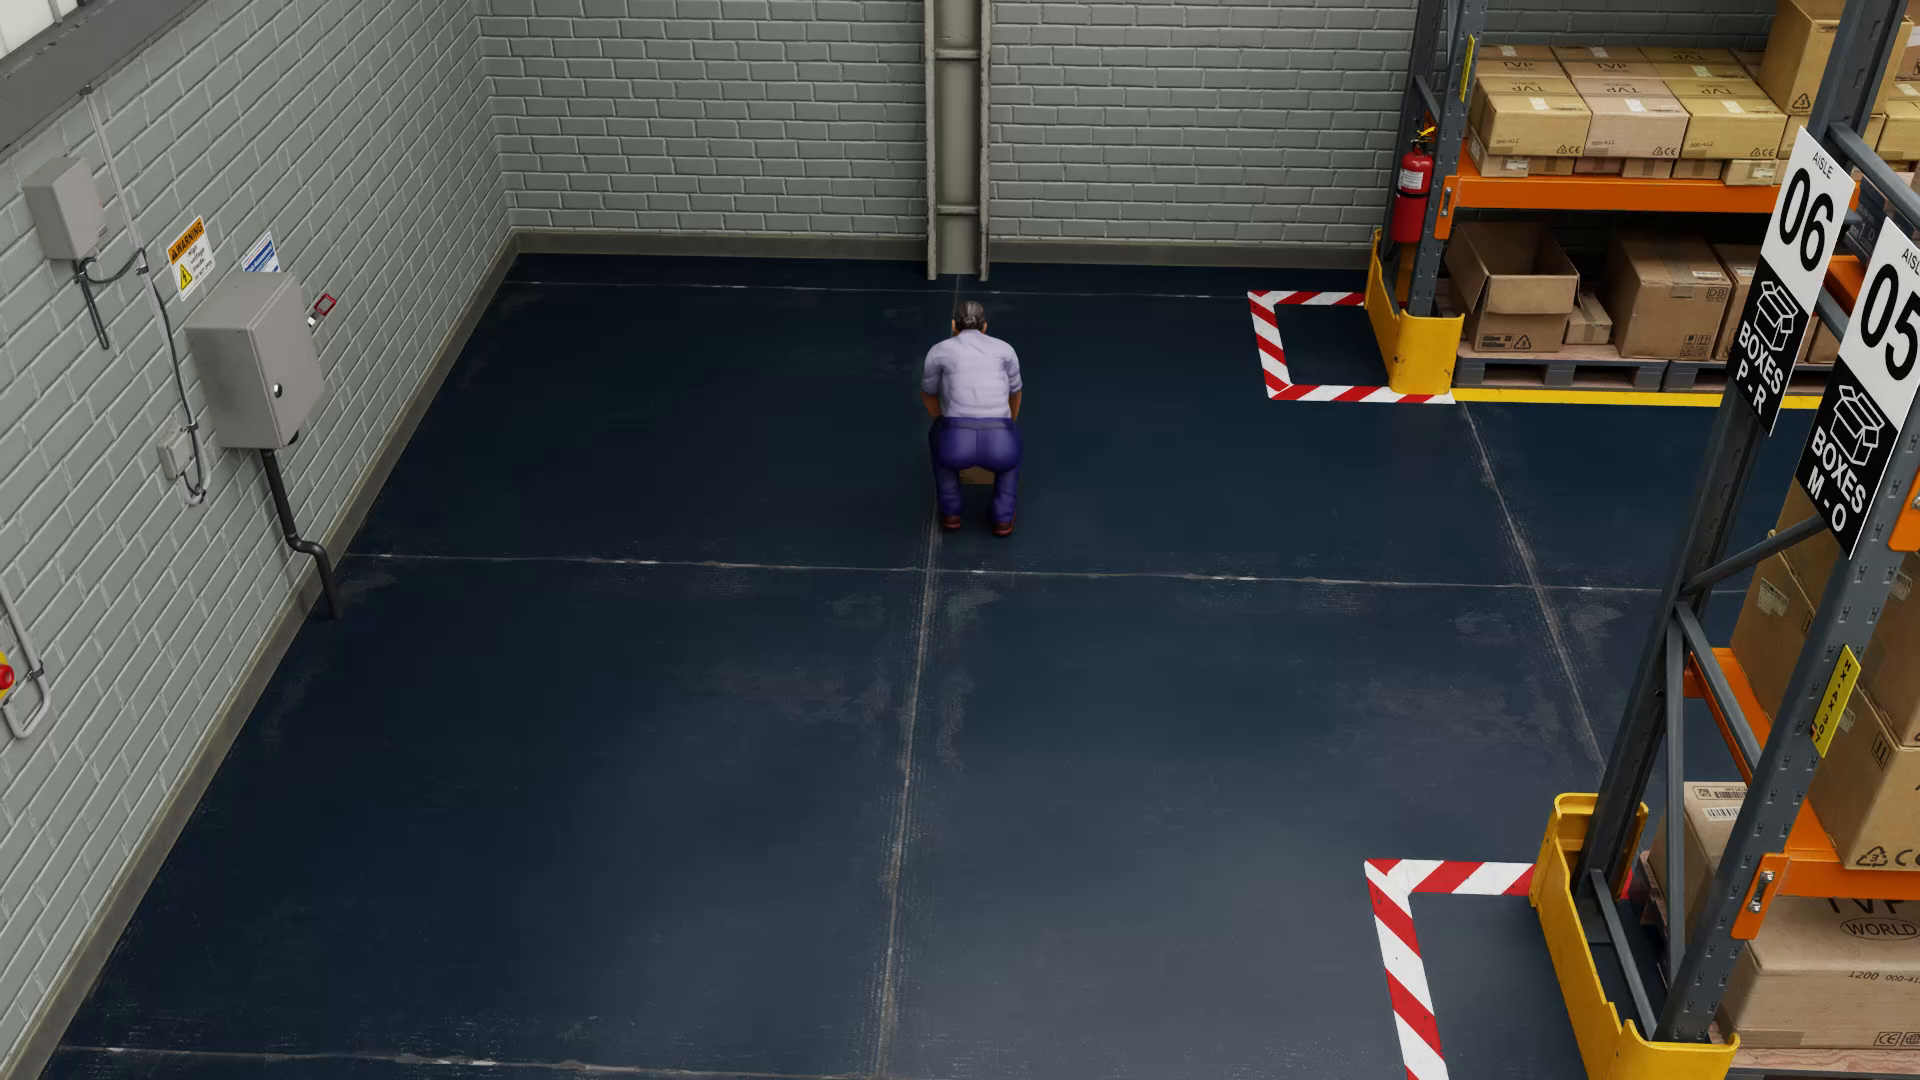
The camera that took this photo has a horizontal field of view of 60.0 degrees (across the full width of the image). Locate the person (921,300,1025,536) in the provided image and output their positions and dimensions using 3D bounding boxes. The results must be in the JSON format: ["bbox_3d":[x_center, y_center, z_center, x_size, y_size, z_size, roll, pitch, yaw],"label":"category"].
[{"bbox_3d":[0.062,-0.579,8.412,0.536,1.086,0.778,1,36,2],"label":"person"}]
